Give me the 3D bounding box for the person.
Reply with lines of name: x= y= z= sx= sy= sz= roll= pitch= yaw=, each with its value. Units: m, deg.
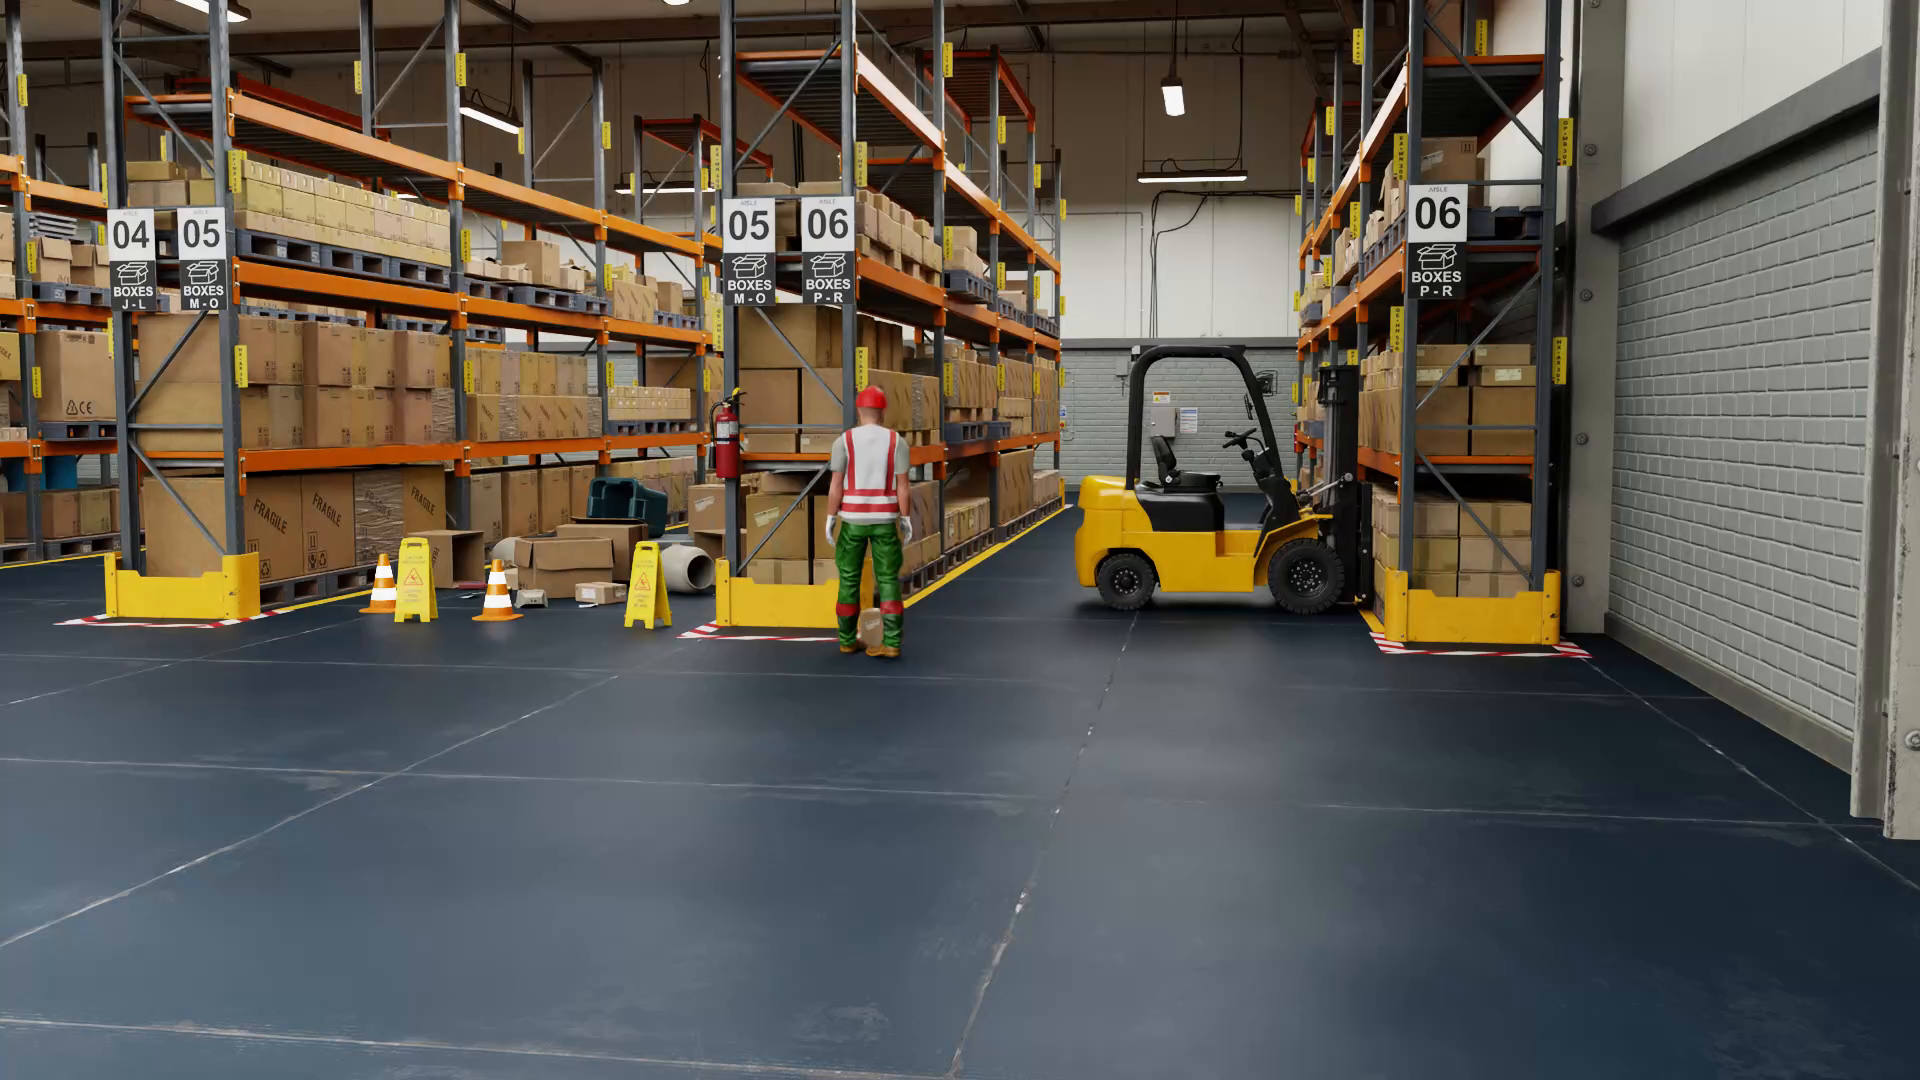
person: x=-0.613 y=-0.128 z=11.056 sx=0.574 sy=1.786 sz=0.618 roll=-1 pitch=4 yaw=-8
